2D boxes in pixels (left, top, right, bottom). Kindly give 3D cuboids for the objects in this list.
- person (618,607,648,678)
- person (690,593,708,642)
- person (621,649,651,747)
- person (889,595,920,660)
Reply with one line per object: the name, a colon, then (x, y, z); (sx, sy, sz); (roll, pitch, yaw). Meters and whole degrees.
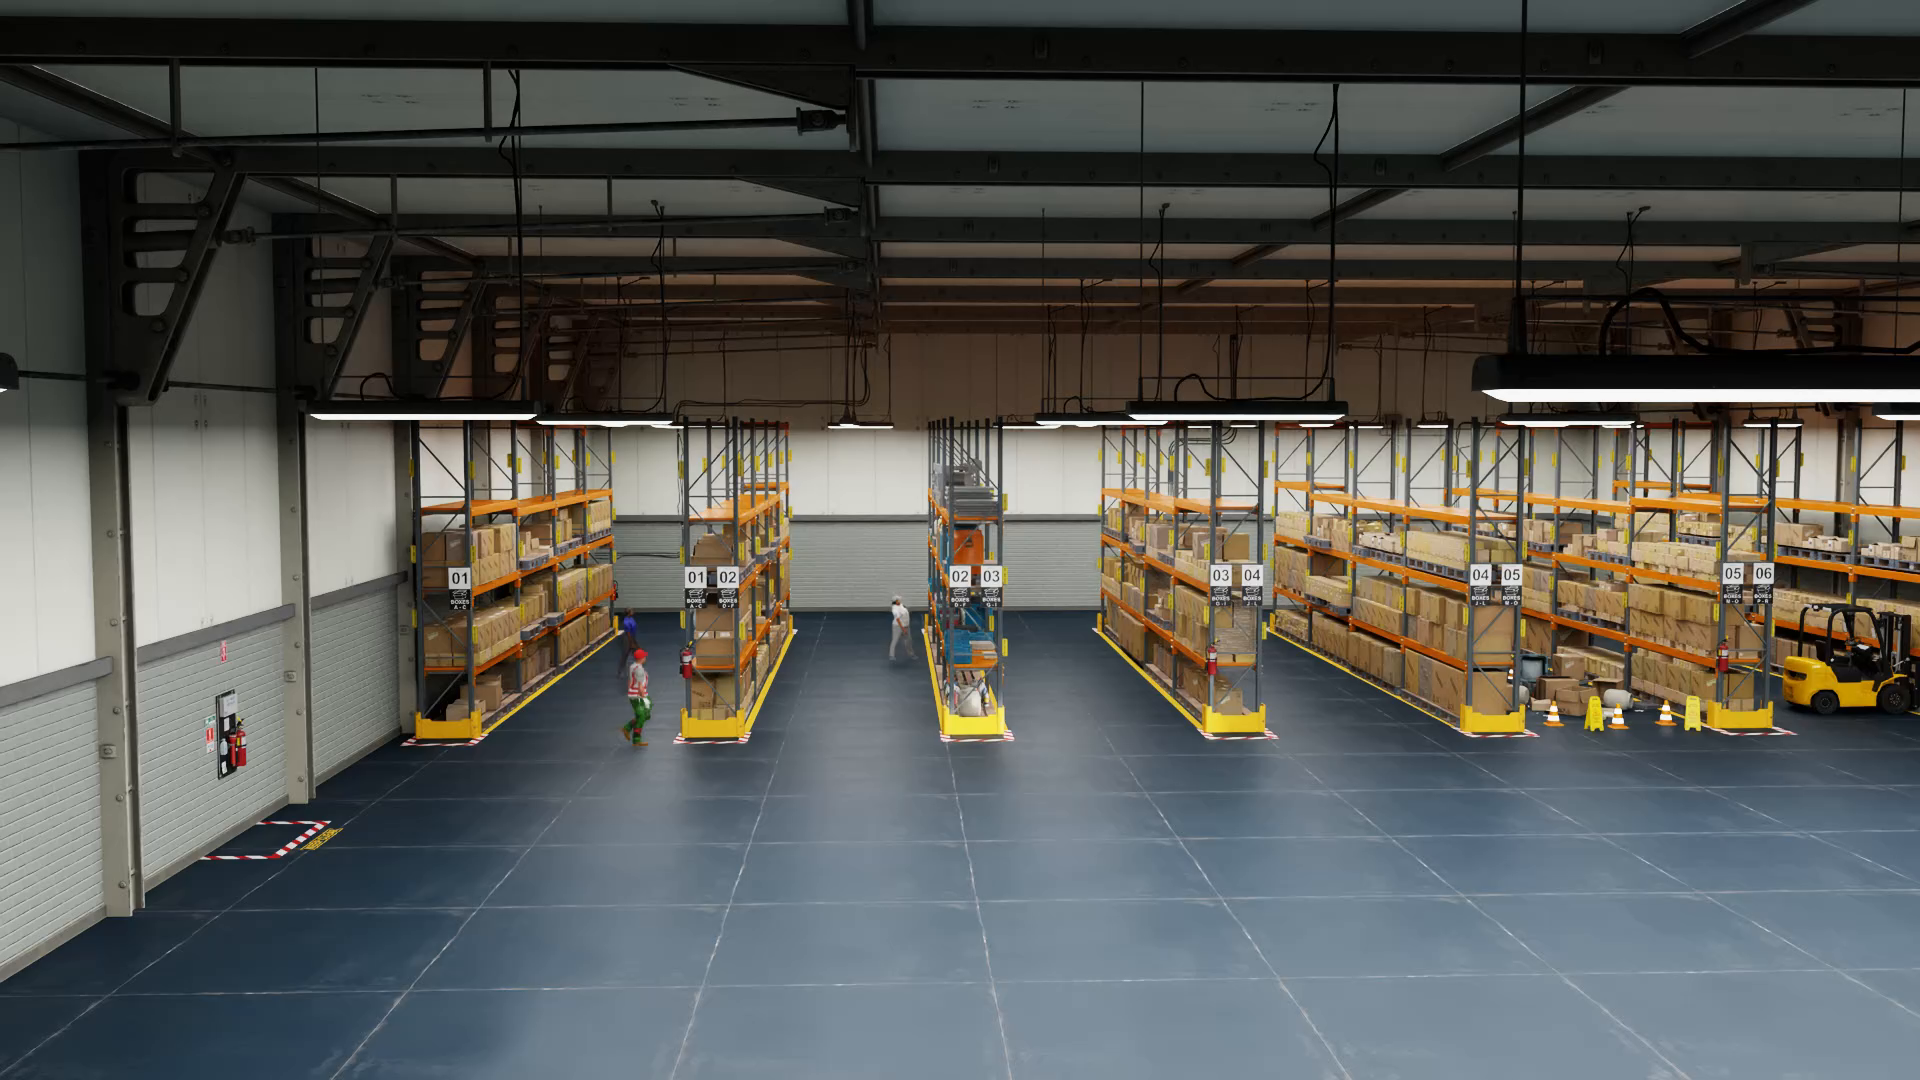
person: (-7.650, 2.383, 38.747); (0.560, 1.674, 0.633); (1, 4, 16)
person: (-7.009, 1.946, 45.091); (0.768, 1.809, 0.878); (0, 4, 0)
person: (-5.879, 2.857, 30.152); (0.625, 1.773, 0.530); (0, 4, 3)
person: (-1.414, 2.200, 41.588); (0.594, 1.619, 0.681); (2, 4, 31)
